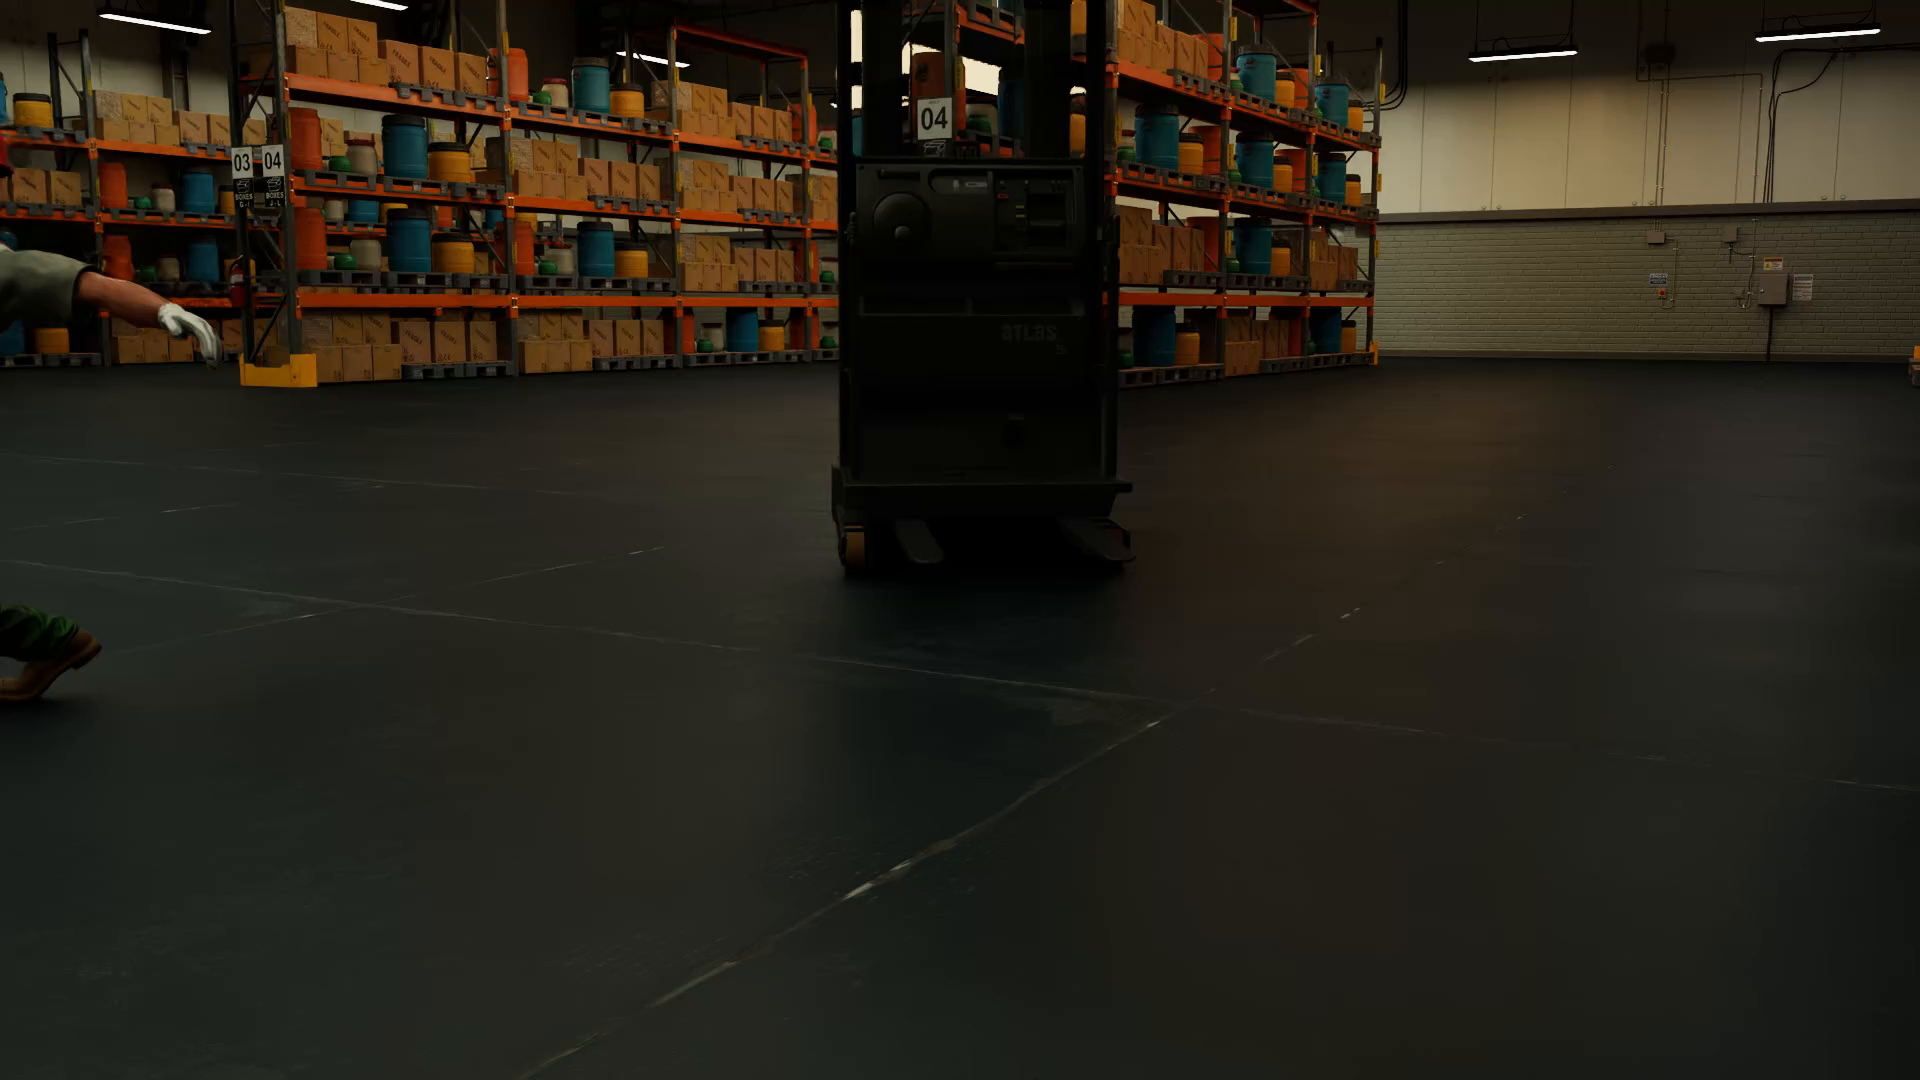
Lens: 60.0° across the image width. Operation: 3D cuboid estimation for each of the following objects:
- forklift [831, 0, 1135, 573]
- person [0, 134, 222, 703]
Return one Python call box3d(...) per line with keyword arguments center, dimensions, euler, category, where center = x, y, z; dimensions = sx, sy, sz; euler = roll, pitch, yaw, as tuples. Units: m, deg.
box3d(center=(0.067, -1.371, 6.525), dimensions=(1.130, 2.935, 3.031), euler=(-1, 8, -5), category="forklift")
box3d(center=(-2.351, -0.259, 3.807), dimensions=(1.048, 1.484, 0.938), euler=(5, 9, 30), category="person")
